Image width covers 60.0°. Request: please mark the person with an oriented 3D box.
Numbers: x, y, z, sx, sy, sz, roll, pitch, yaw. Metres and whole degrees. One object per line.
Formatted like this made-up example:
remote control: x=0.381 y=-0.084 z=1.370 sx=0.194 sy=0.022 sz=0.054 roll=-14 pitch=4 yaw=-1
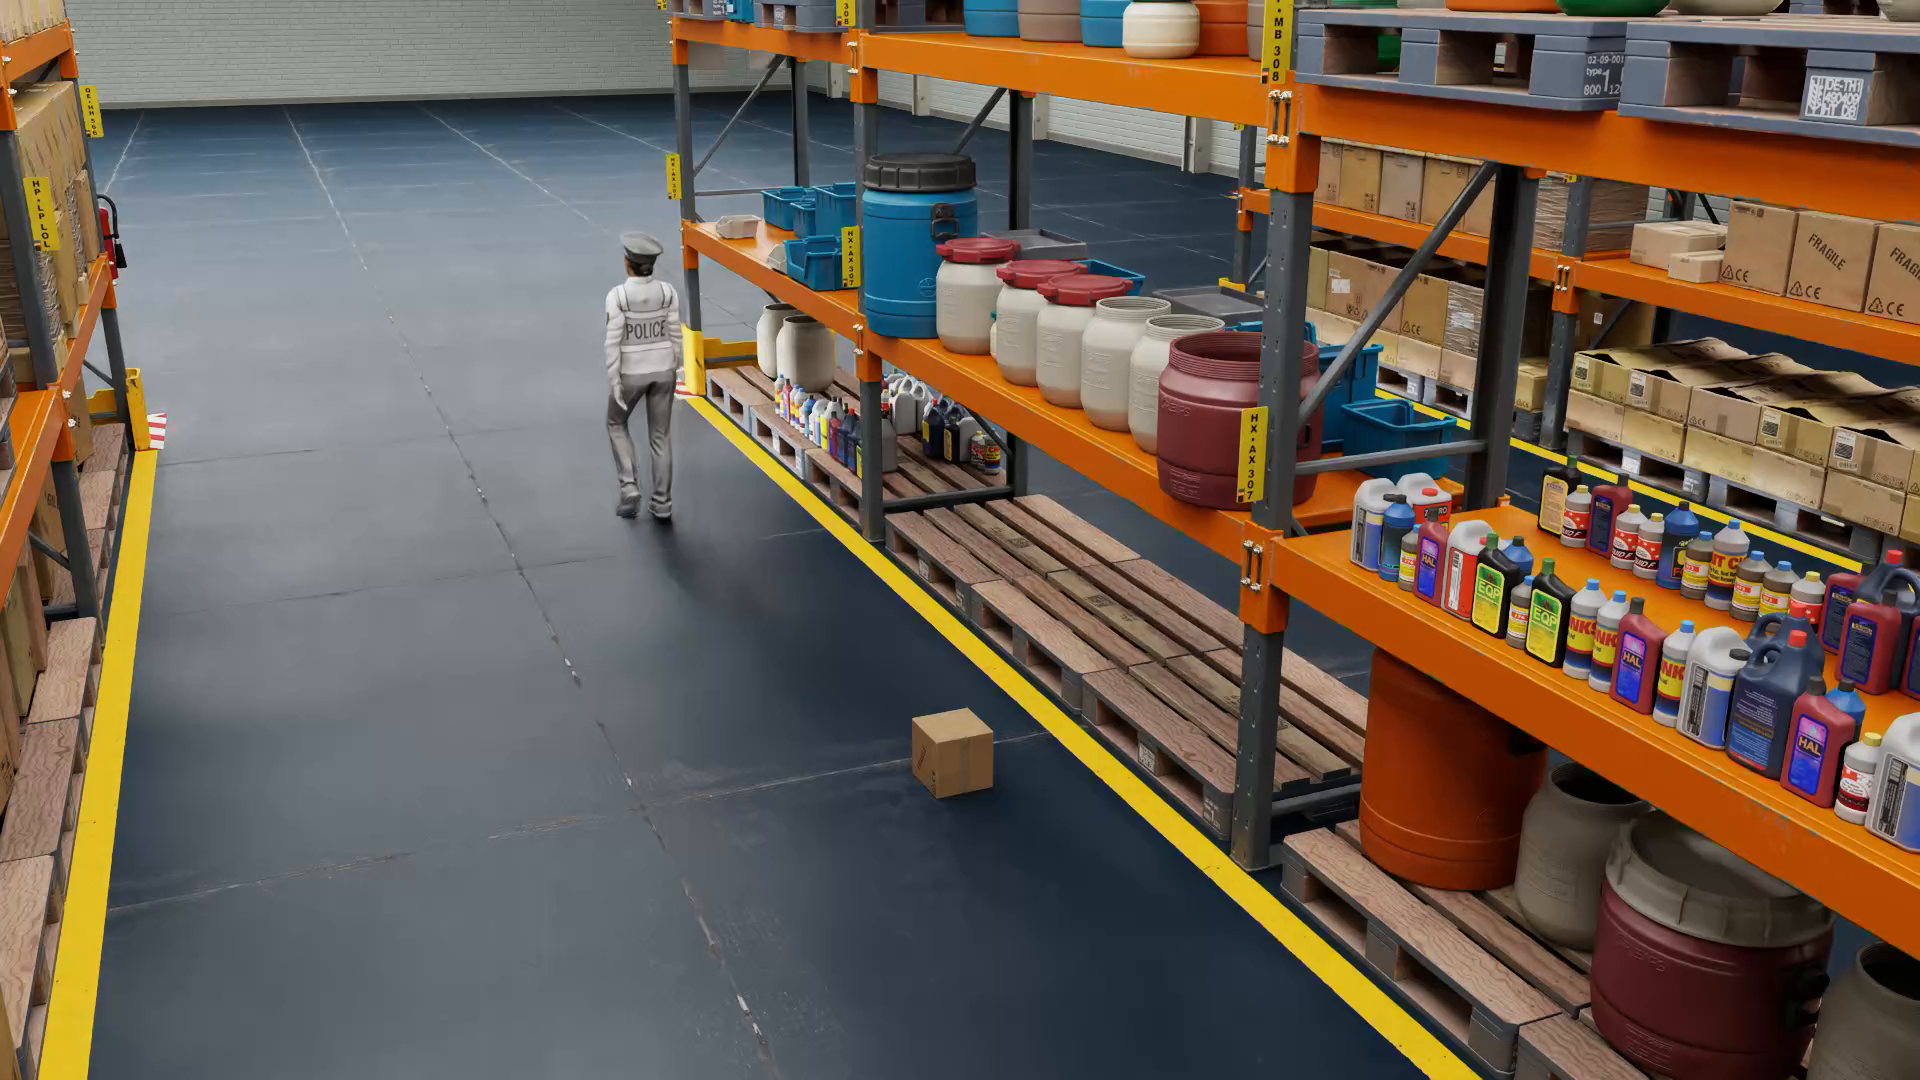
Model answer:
person: x=-1.864 y=-0.946 z=9.776 sx=0.497 sy=1.731 sz=0.472 roll=-9 pitch=21 yaw=-25
